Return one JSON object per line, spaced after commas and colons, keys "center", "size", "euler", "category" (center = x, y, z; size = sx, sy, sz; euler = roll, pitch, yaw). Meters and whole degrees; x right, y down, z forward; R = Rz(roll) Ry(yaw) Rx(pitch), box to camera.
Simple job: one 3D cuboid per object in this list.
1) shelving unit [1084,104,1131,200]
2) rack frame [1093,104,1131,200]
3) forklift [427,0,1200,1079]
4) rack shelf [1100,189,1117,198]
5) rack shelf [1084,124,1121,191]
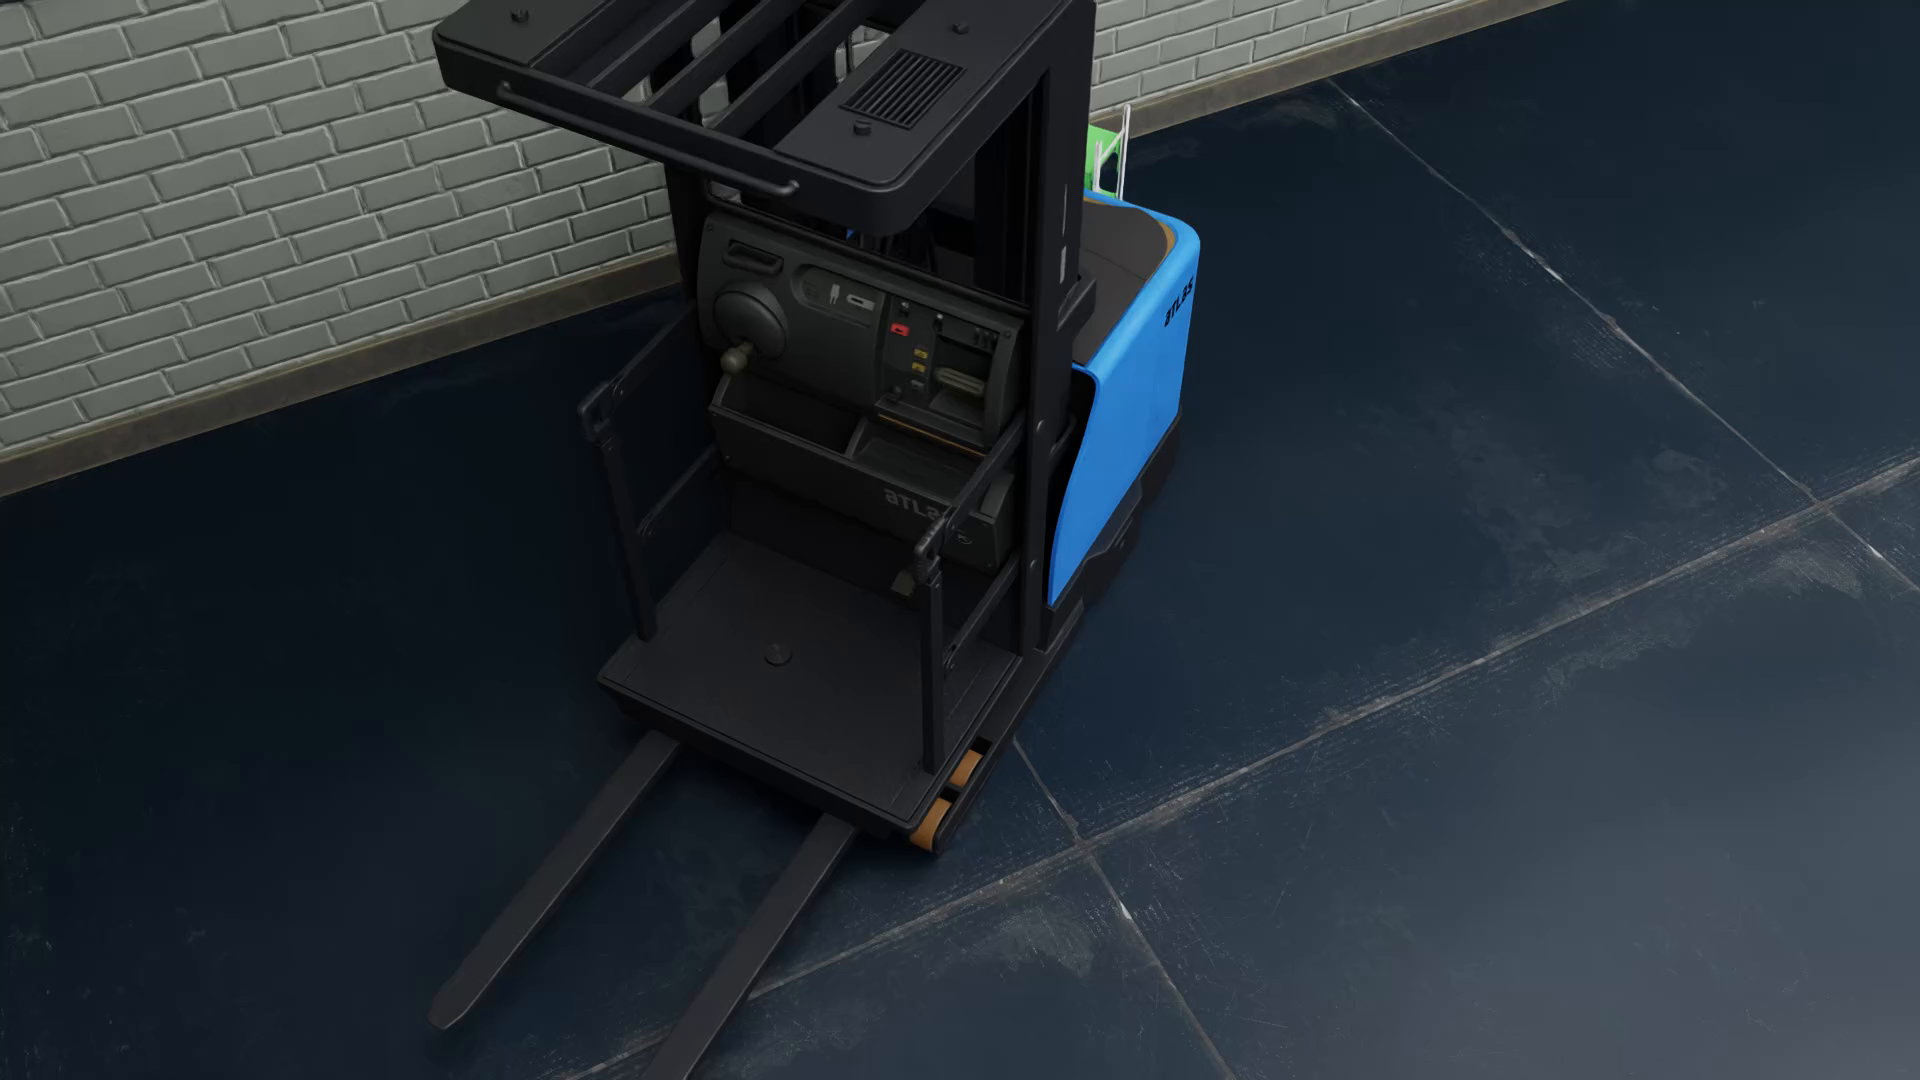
{"center": [0.275, -1.022, 5.847], "size": [0.503, 1.200, 0.258], "euler": [22, 52, 18], "category": "shelving unit"}
{"center": [0.490, -0.936, 5.771], "size": [0.015, 1.200, 0.240], "euler": [22, 52, 18], "category": "rack frame"}
{"center": [-0.381, -0.439, 4.187], "size": [1.130, 2.935, 3.031], "euler": [22, 52, 18], "category": "forklift"}
{"center": [0.275, -1.138, 5.715], "size": [0.480, 0.148, 0.258], "euler": [22, 52, 18], "category": "rack shelf"}
{"center": [0.275, -1.296, 5.534], "size": [0.480, 0.148, 0.258], "euler": [22, 52, 18], "category": "rack shelf"}
